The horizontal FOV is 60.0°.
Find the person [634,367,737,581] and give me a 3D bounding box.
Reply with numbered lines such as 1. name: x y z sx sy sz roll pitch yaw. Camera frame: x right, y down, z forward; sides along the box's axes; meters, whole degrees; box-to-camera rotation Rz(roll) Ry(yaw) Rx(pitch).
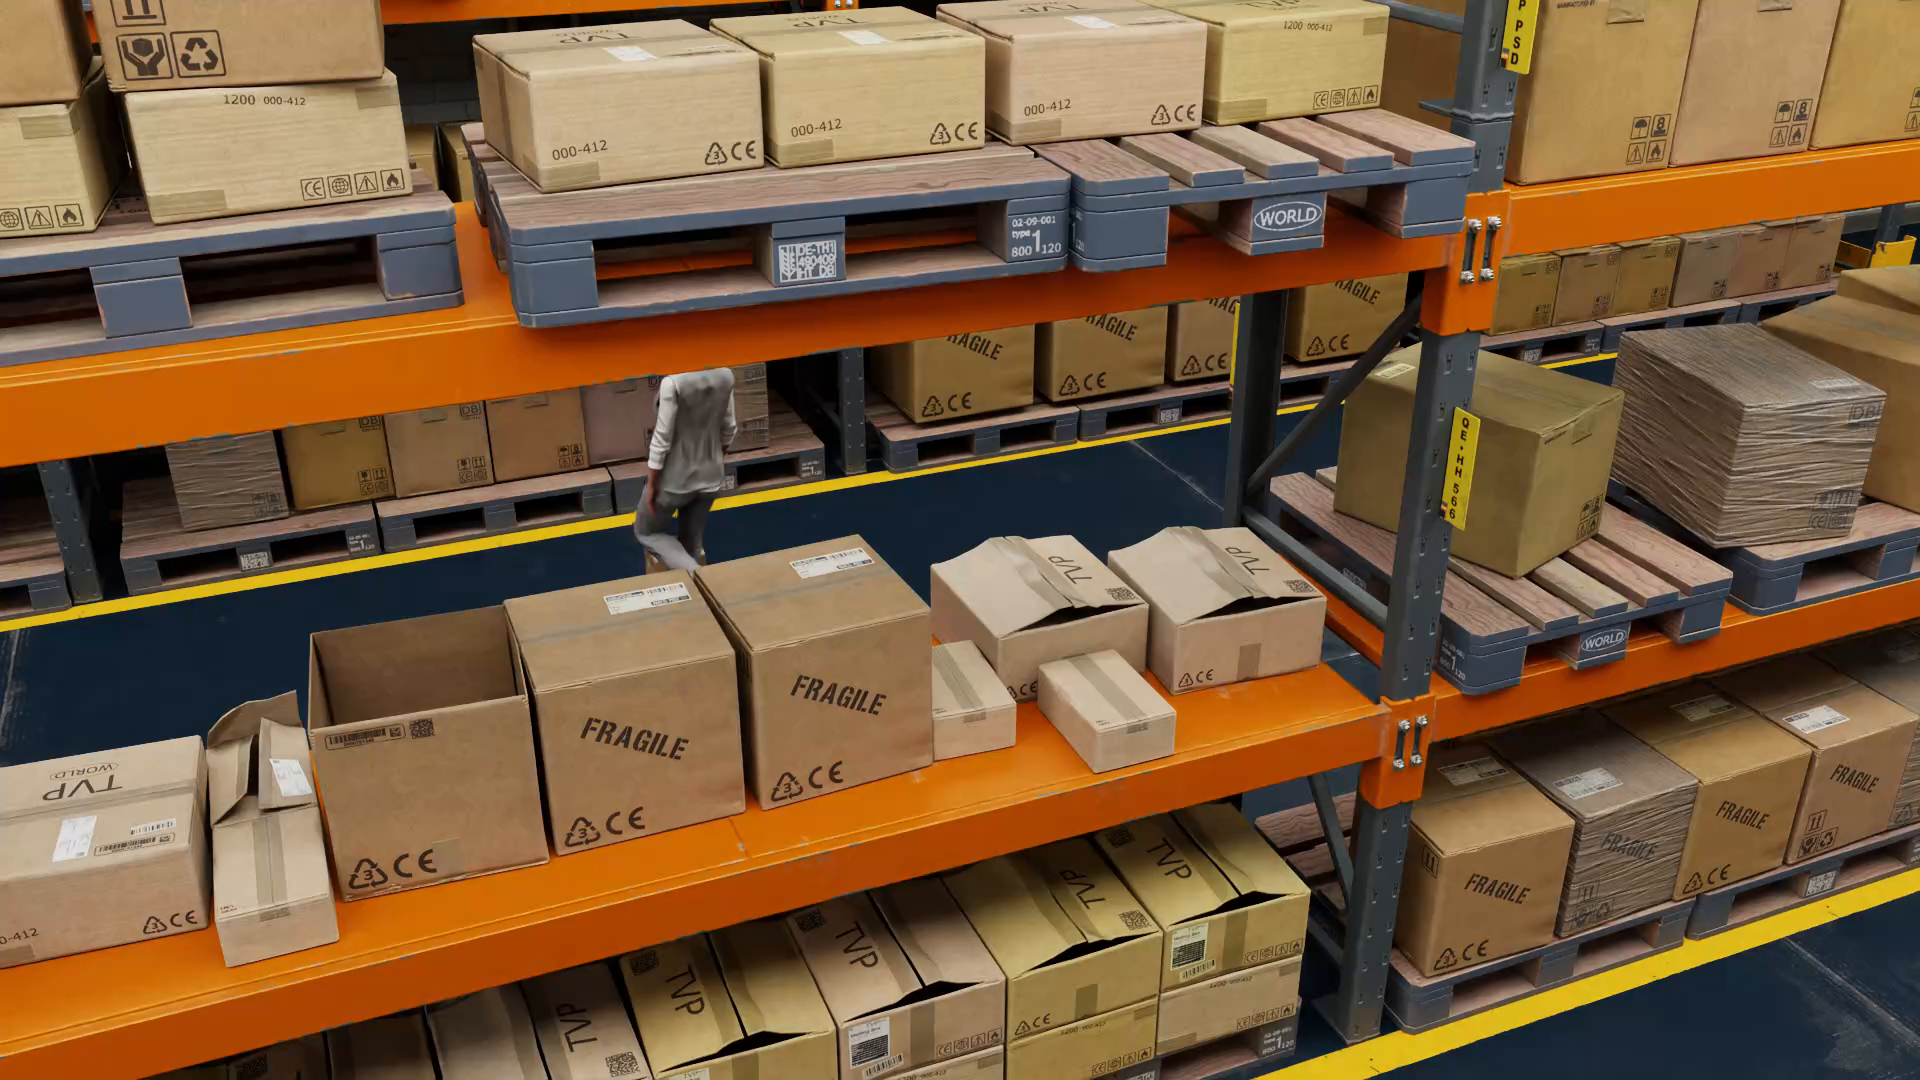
1. person: -1.273 -0.299 7.595 0.480 1.582 0.618 -21 33 -36
